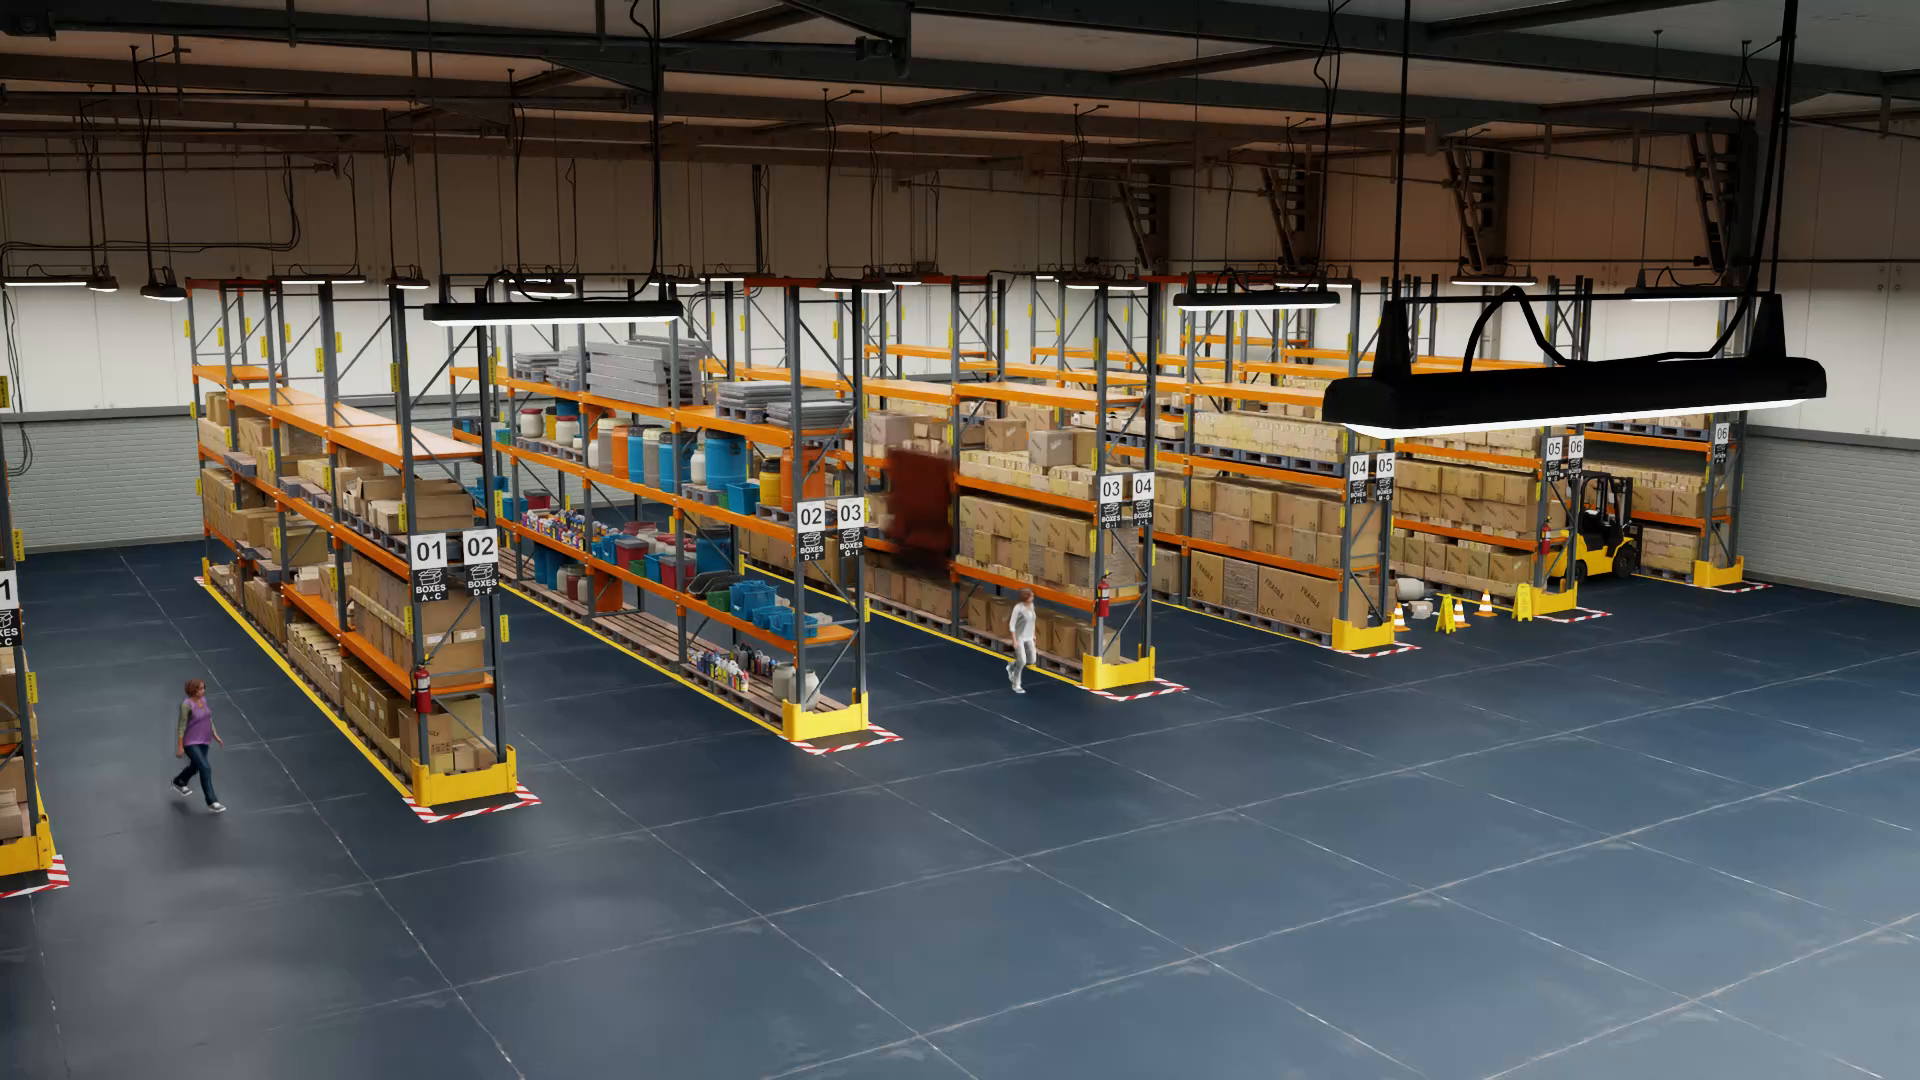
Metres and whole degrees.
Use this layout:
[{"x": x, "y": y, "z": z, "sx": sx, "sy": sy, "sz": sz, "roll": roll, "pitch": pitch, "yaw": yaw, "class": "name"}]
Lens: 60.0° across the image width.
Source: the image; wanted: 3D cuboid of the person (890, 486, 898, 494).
[{"x": -1.388, "y": -0.273, "z": 34.598, "sx": 0.494, "sy": 1.671, "sz": 0.510, "roll": 2, "pitch": 10, "yaw": 9, "class": "person"}]

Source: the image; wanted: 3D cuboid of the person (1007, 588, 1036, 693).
[{"x": 0.865, "y": 1.462, "z": 24.663, "sx": 0.517, "sy": 1.577, "sz": 0.481, "roll": 9, "pitch": 13, "yaw": 43, "class": "person"}]

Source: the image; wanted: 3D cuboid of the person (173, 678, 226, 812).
[{"x": -8.892, "y": 2.342, "z": 19.325, "sx": 0.988, "sy": 1.538, "sz": 0.477, "roll": 4, "pitch": 11, "yaw": 25, "class": "person"}]
